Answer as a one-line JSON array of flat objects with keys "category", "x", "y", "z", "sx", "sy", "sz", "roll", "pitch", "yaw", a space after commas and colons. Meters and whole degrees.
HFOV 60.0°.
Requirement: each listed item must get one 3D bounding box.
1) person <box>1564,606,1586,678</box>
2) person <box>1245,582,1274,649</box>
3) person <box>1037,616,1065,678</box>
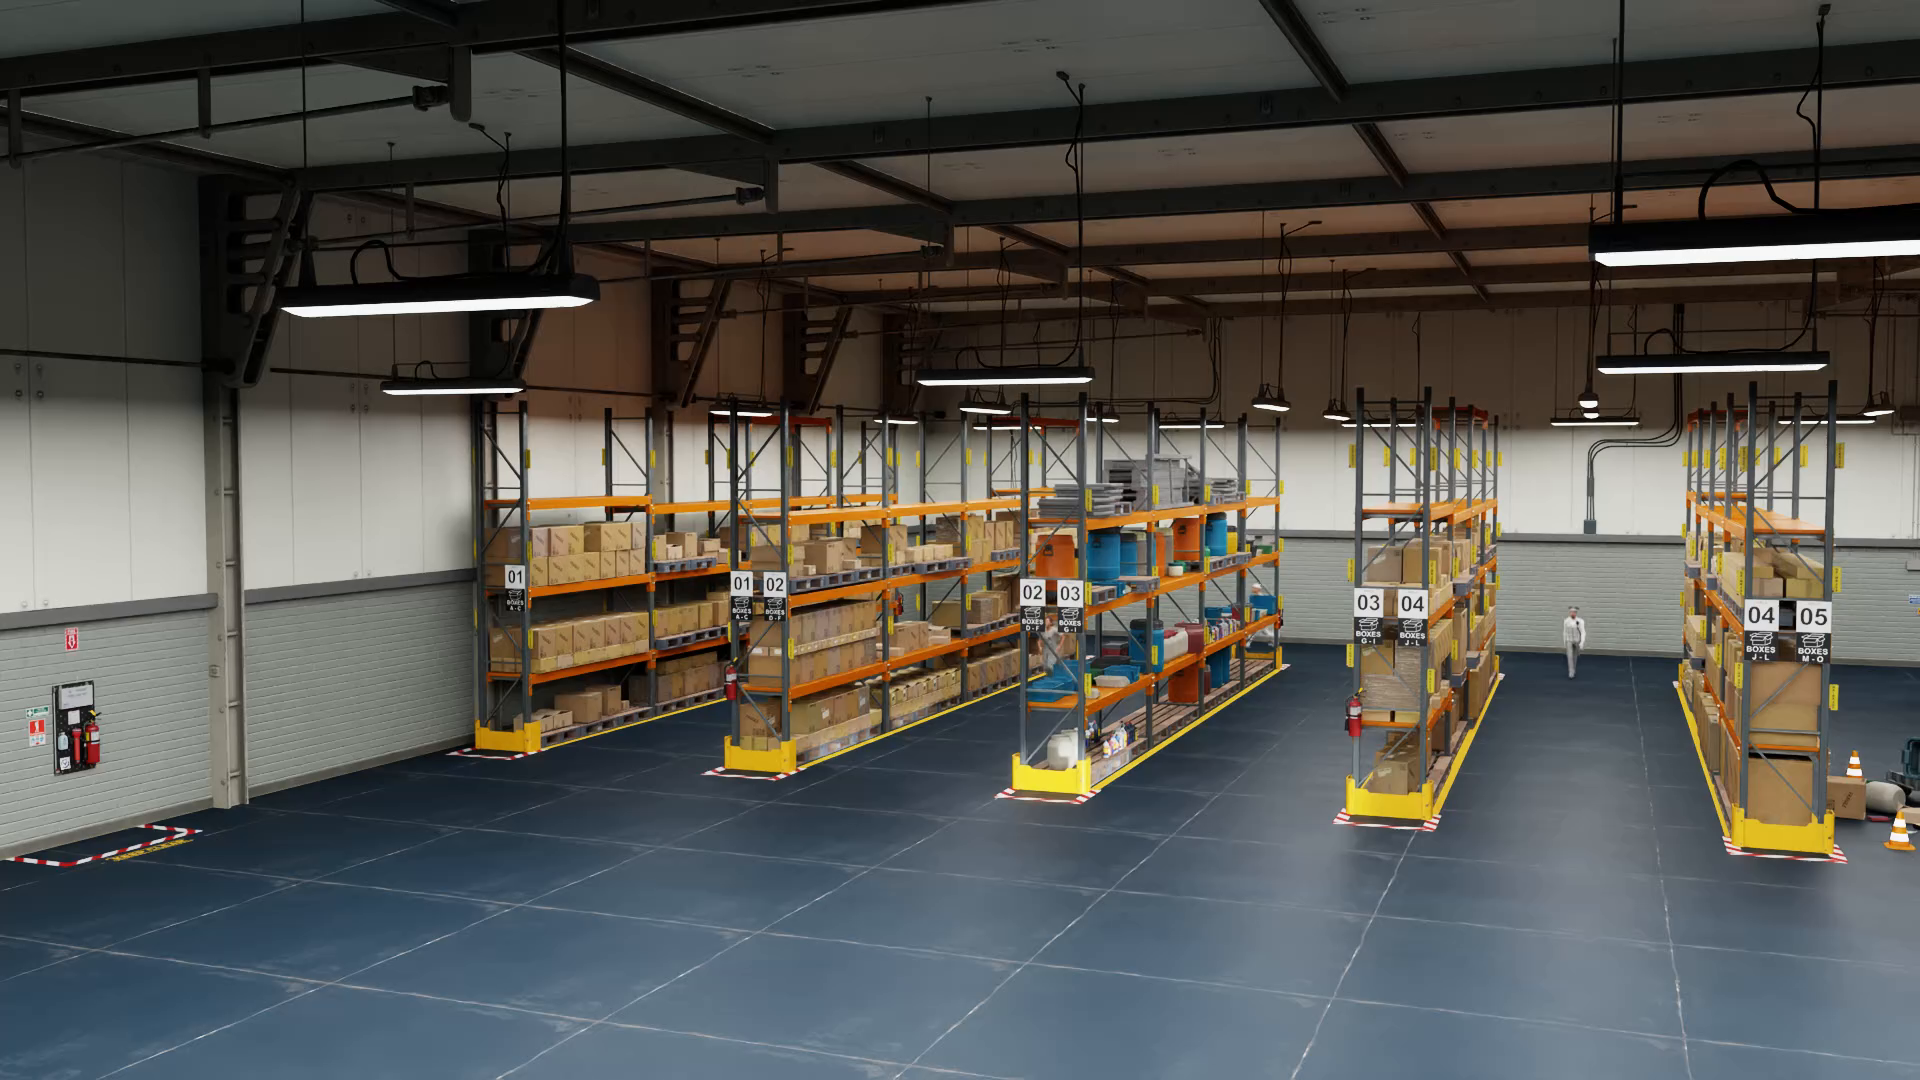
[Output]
[{"category": "person", "x": 14.111, "y": 2.317, "z": 38.153, "sx": 0.442, "sy": 1.617, "sz": 1.061, "roll": 0, "pitch": 3, "yaw": 10}, {"category": "person", "x": 7.879, "y": 1.993, "z": 43.866, "sx": 1.045, "sy": 1.751, "sz": 0.518, "roll": 0, "pitch": 3, "yaw": 8}, {"category": "person", "x": 2.005, "y": 2.449, "z": 36.309, "sx": 0.601, "sy": 1.580, "sz": 0.707, "roll": 2, "pitch": 3, "yaw": 30}]
